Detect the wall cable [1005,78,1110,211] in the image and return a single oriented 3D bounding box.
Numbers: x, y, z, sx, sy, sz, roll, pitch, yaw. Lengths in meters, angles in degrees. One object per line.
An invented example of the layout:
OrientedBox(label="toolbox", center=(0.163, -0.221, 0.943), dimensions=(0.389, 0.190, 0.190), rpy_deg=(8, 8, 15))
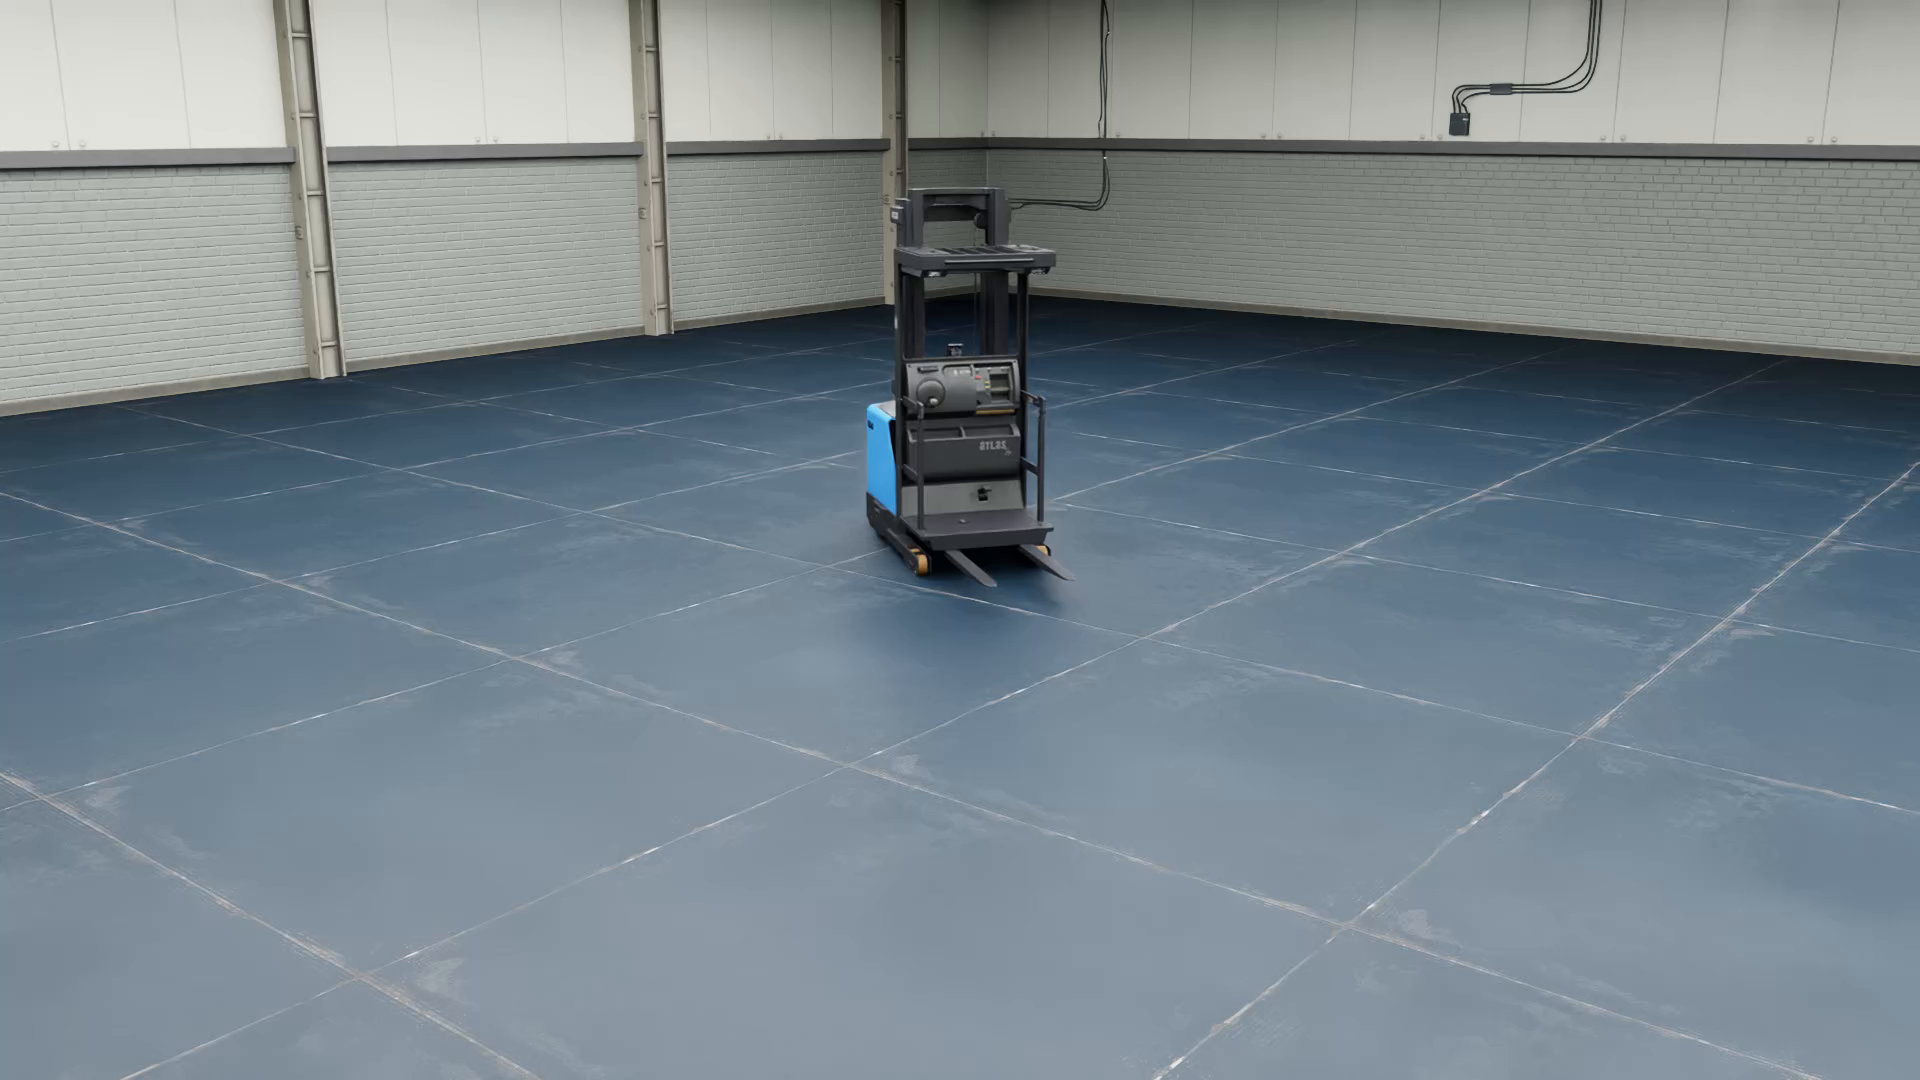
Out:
OrientedBox(label="wall cable", center=(1.659, -7.783, 32.790), dimensions=(3.097, 2.526, 0.112), rpy_deg=(11, 18, 38))

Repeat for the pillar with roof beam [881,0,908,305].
OrientedBox(label="pillar with roof beam", center=(2.128, -8.262, 28.370), dimensions=(9.100, 9.000, 0.400), rpy_deg=(11, 18, 38))

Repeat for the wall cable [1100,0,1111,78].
OrientedBox(label="wall cable", center=(3.764, -9.812, 30.520), dimensions=(3.097, 2.526, 0.112), rpy_deg=(11, 18, 38))

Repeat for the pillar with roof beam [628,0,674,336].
OrientedBox(label="pillar with roof beam", center=(-1.643, -7.113, 23.847), dimensions=(9.100, 9.000, 0.400), rpy_deg=(11, 18, 38))

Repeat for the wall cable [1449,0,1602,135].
OrientedBox(label="wall cable", center=(9.034, -9.464, 26.194), dimensions=(2.305, 6.003, 0.169), rpy_deg=(11, 18, 38))

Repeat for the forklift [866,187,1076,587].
OrientedBox(label="forklift", center=(0.089, -1.252, 13.100), dimensions=(1.130, 2.935, 3.031), rpy_deg=(-4, 15, -16))

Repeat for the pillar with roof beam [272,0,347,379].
OrientedBox(label="pillar with roof beam", center=(-5.414, -5.964, 19.324), dimensions=(9.100, 9.000, 0.400), rpy_deg=(11, 18, 38))
